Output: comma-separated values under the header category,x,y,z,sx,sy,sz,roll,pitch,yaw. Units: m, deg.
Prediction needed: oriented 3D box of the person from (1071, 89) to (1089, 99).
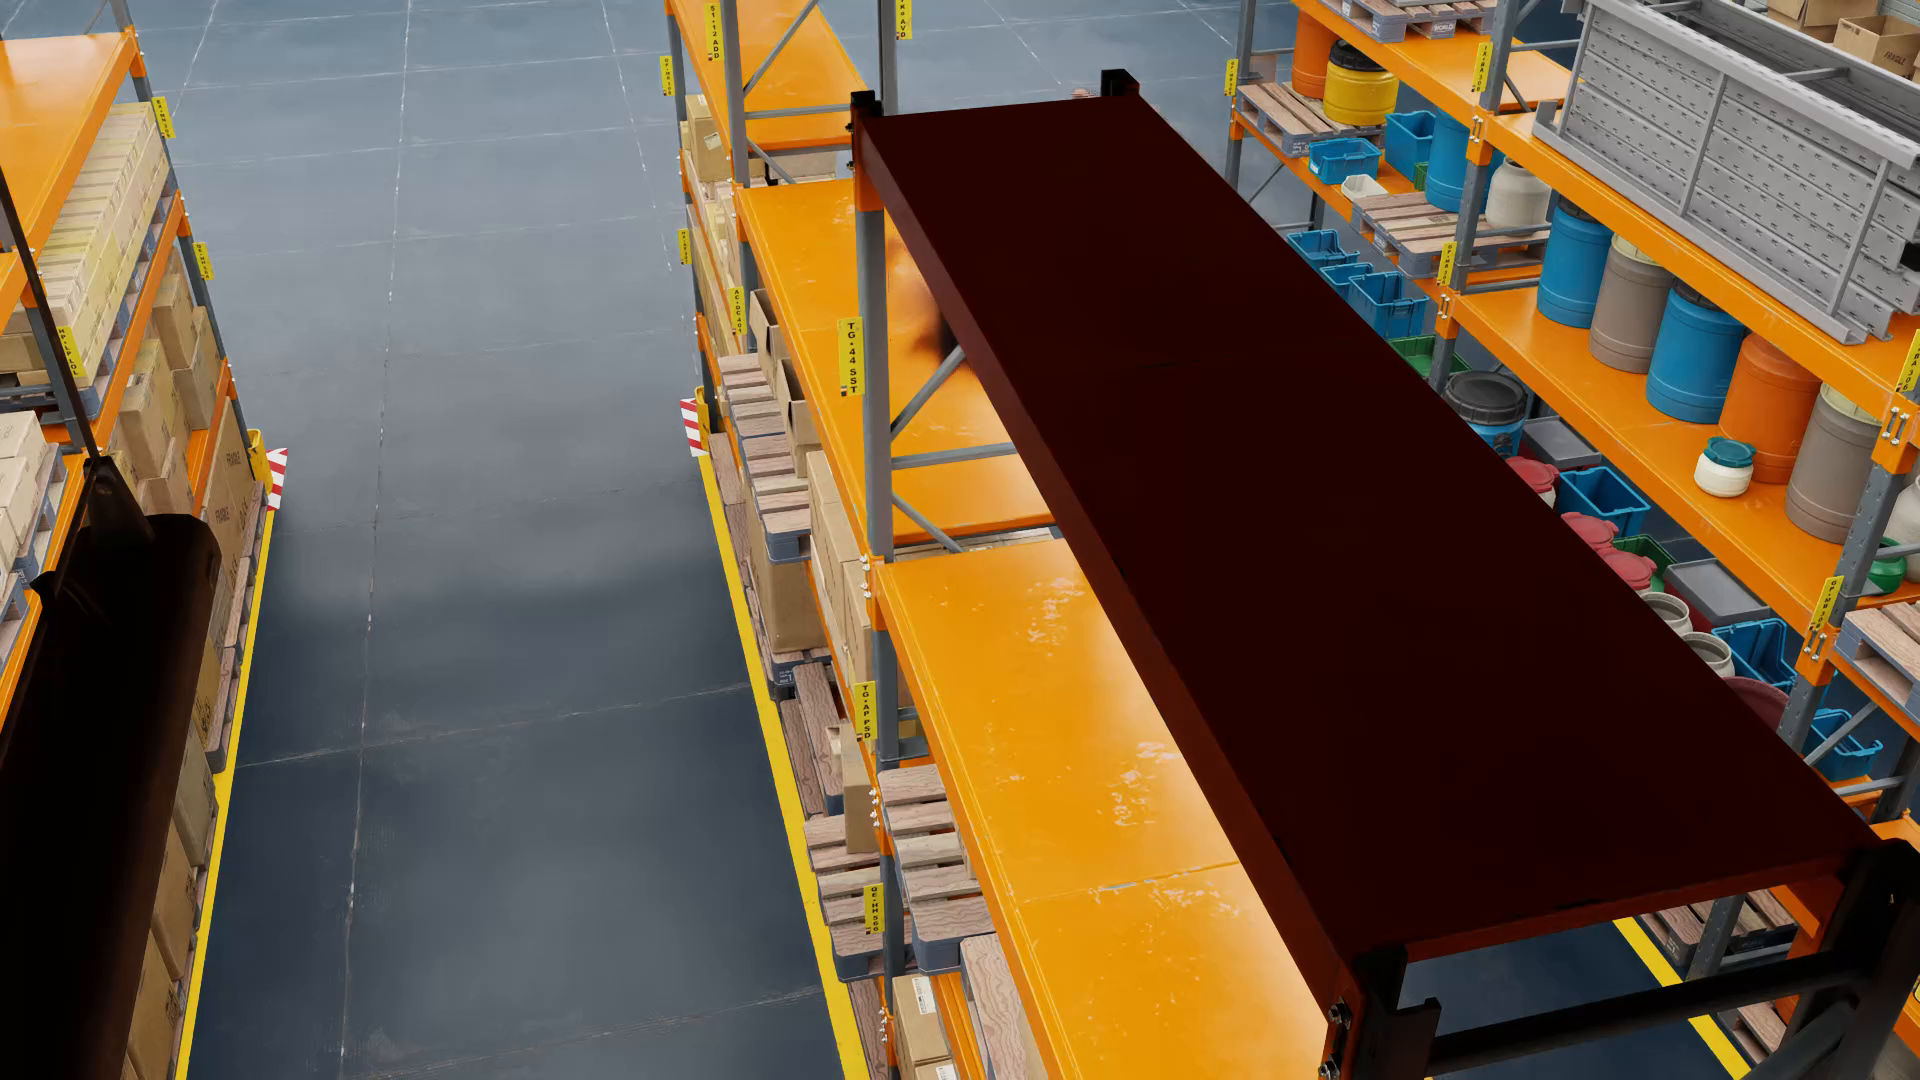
category,x,y,z,sx,sy,sz,roll,pitch,yaw
person,1.684,-4.357,19.073,0.988,1.660,0.700,3,35,4
